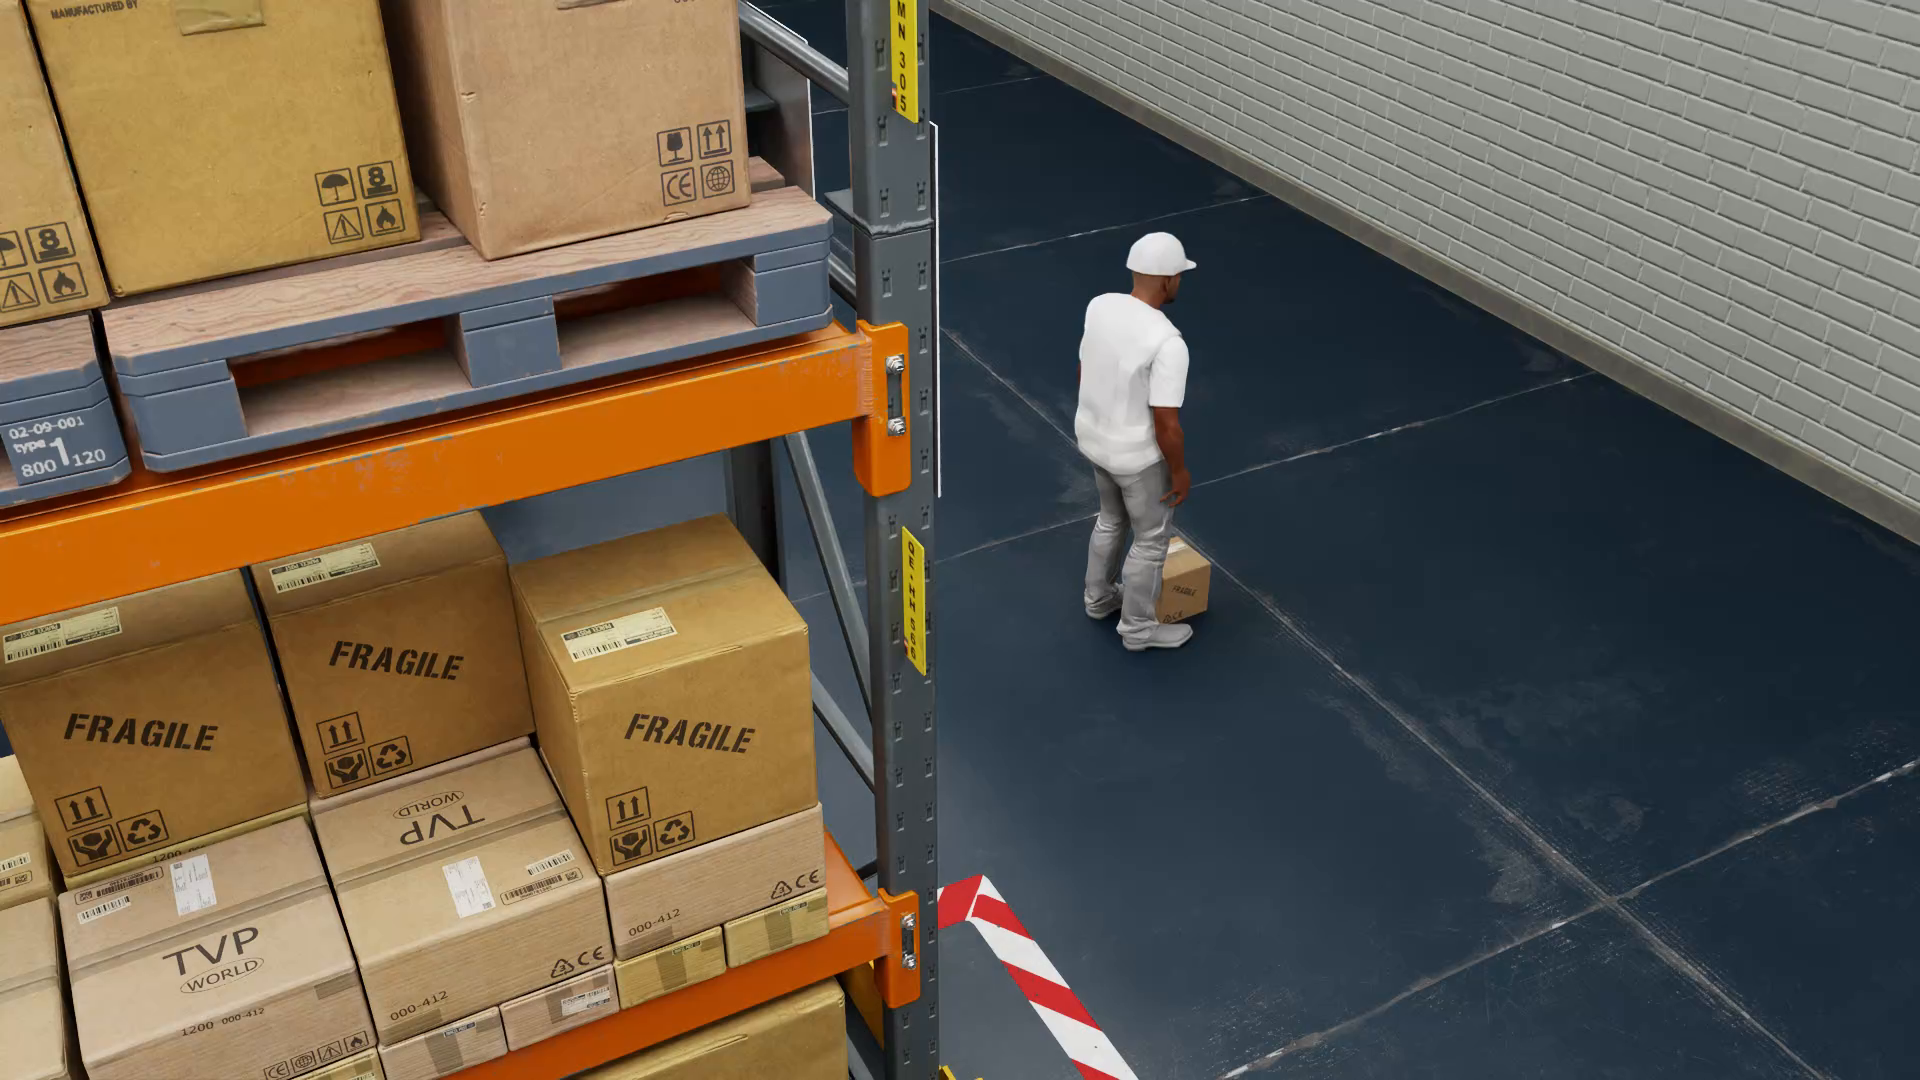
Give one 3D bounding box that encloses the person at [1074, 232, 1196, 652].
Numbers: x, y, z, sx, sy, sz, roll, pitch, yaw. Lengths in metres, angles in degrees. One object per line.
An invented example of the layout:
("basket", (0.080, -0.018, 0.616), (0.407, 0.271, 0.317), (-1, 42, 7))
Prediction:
("person", (0.713, -0.392, 6.731), (0.462, 1.759, 0.628), (-18, 37, -25))
